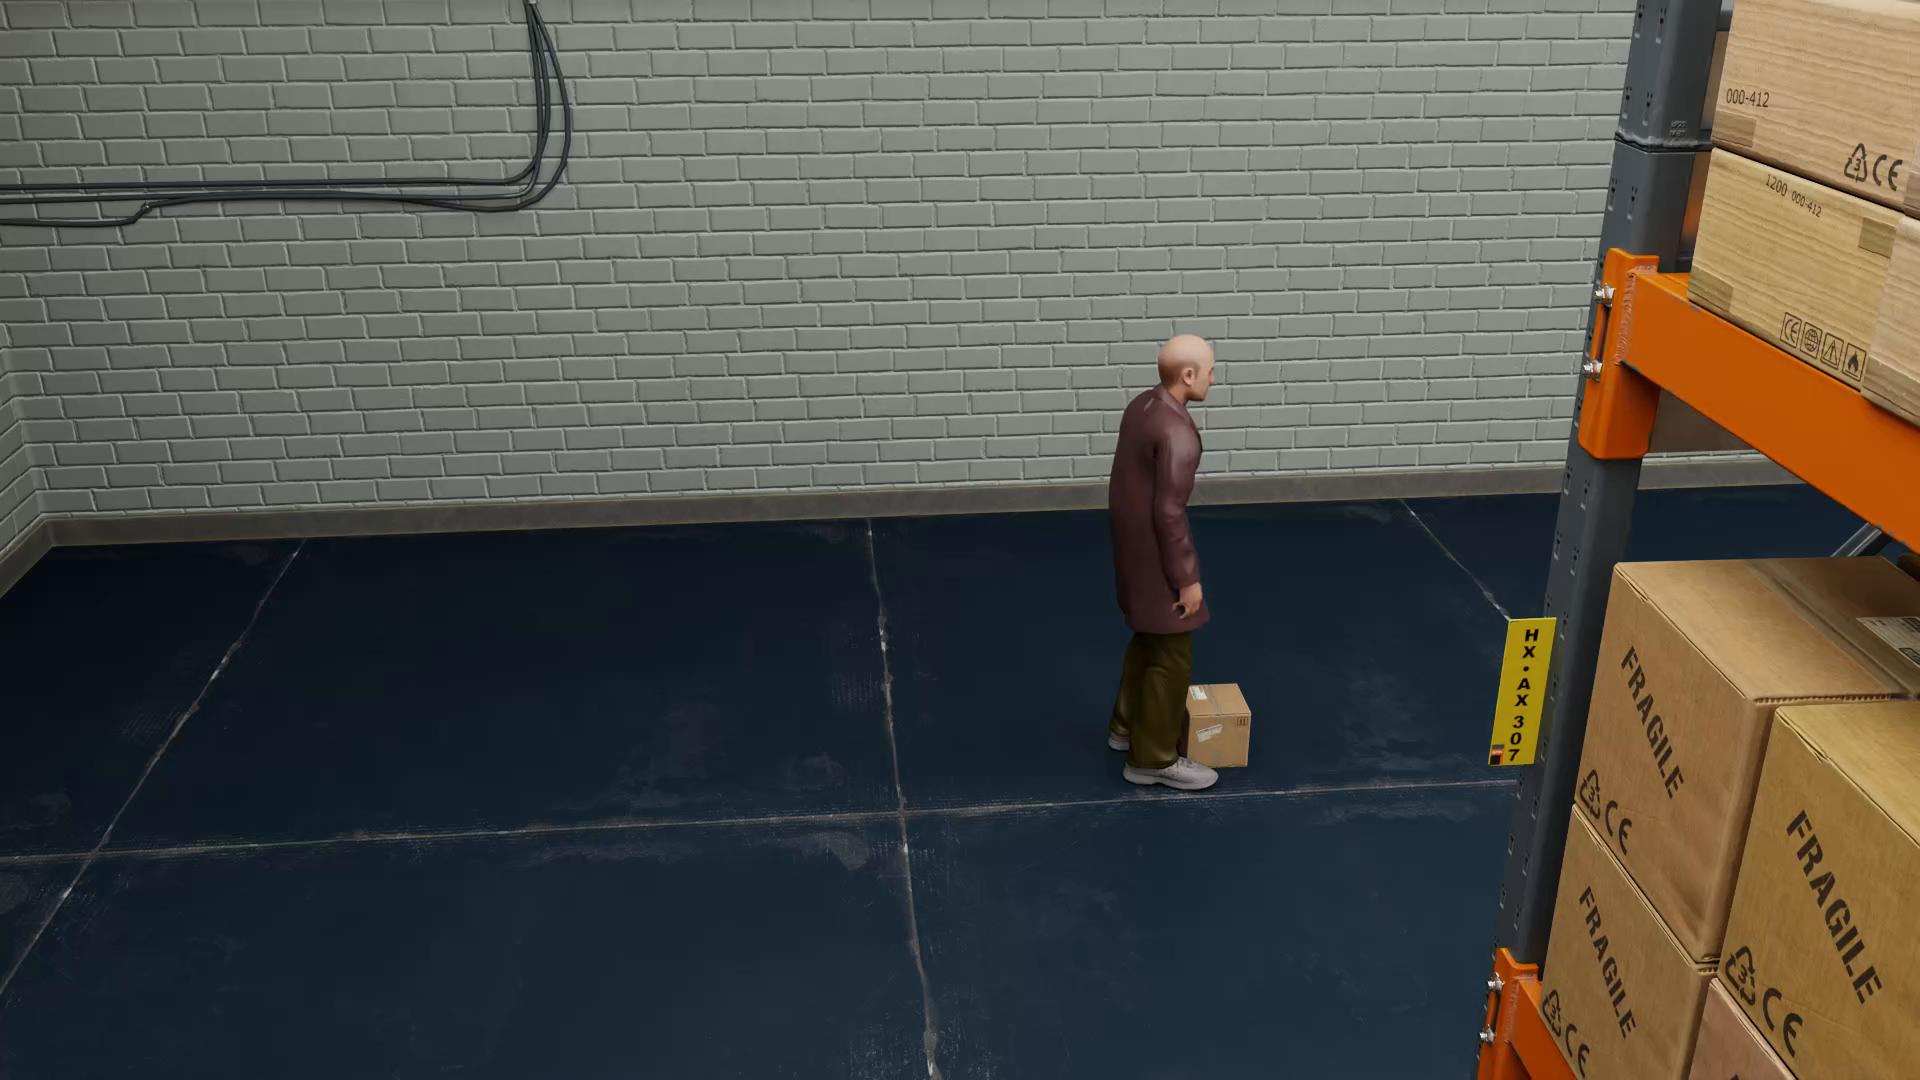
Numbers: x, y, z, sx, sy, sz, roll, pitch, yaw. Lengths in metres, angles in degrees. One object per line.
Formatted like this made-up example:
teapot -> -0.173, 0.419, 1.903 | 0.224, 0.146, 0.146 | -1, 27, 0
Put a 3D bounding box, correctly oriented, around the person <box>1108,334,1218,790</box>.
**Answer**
person -> 0.785, 0.085, 6.462 | 0.416, 1.741, 0.653 | -3, 24, -6
